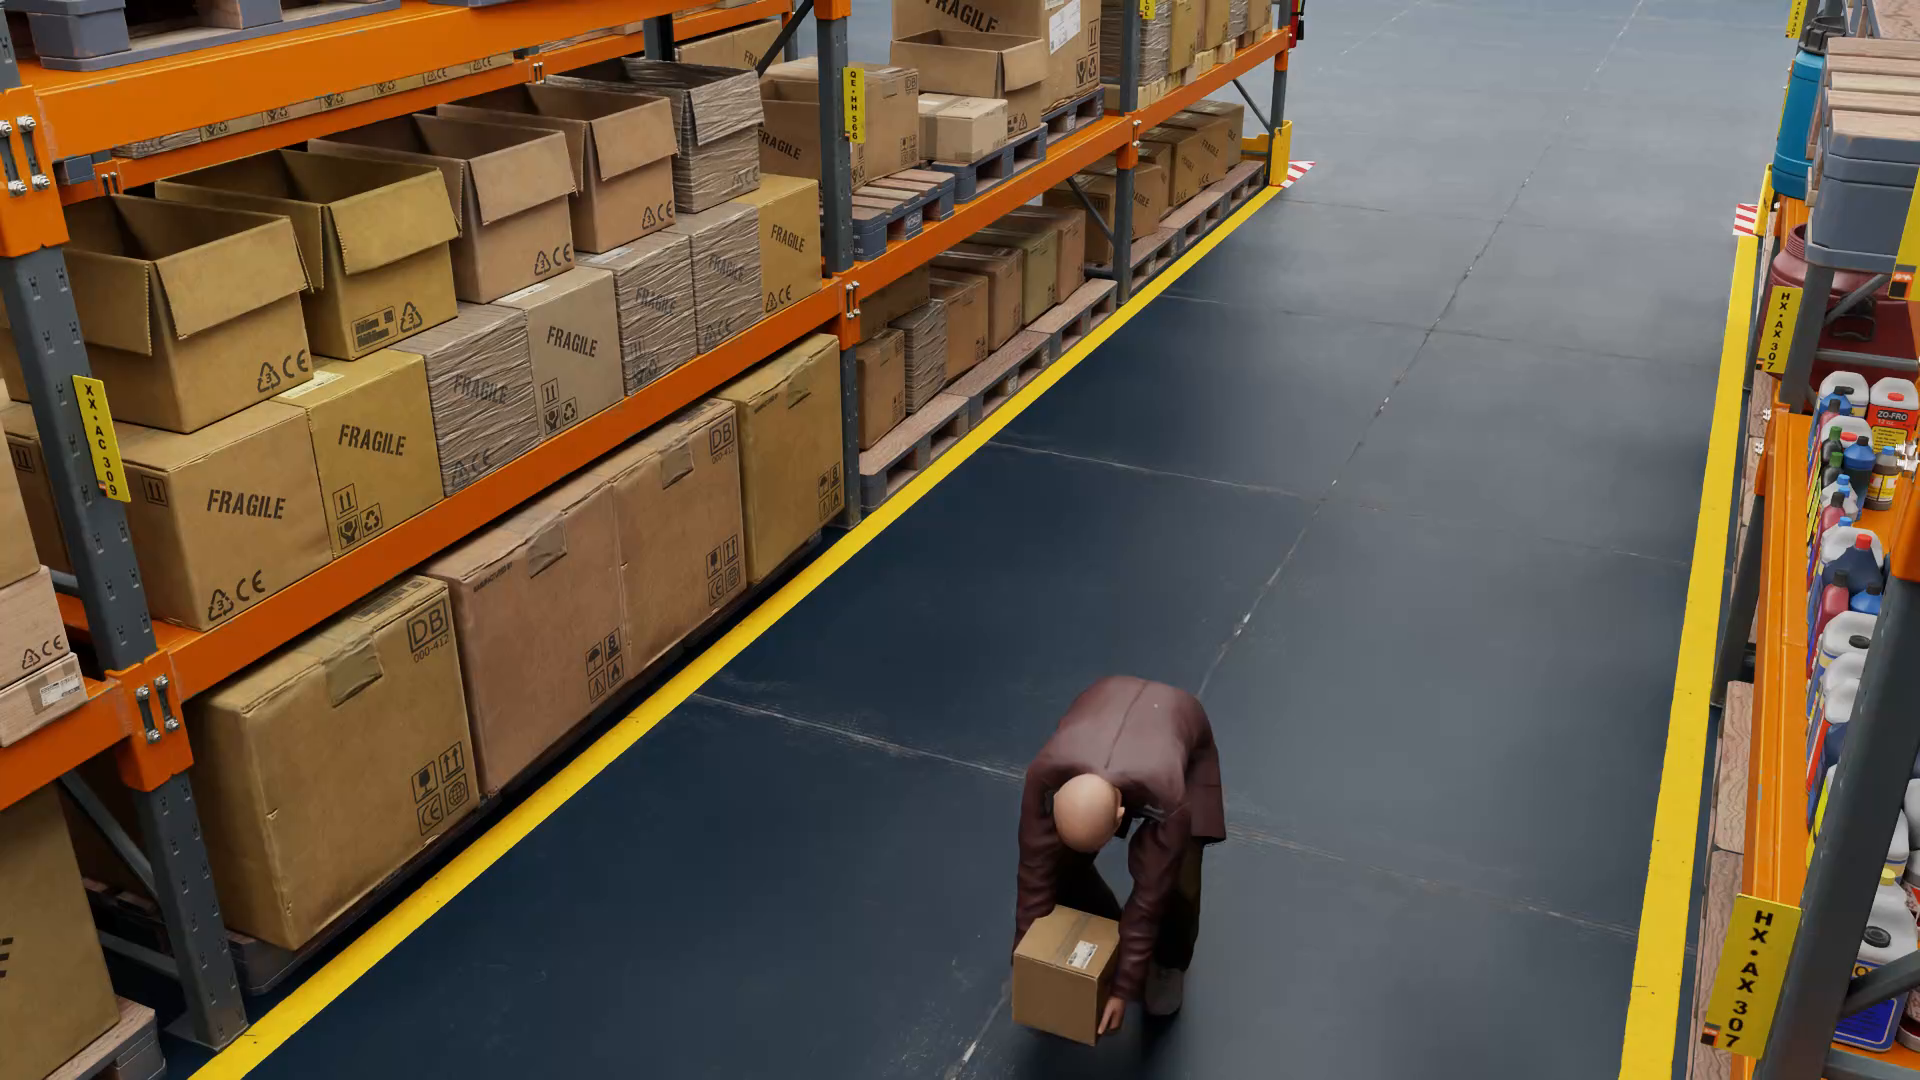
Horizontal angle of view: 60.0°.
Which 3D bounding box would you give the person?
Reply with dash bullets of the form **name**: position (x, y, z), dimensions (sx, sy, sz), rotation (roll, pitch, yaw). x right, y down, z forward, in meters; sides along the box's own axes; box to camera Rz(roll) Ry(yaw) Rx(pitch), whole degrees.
- **person**: position (0.460, 0.973, 4.939), dimensions (0.590, 1.059, 0.943), rotation (10, 27, 19)
